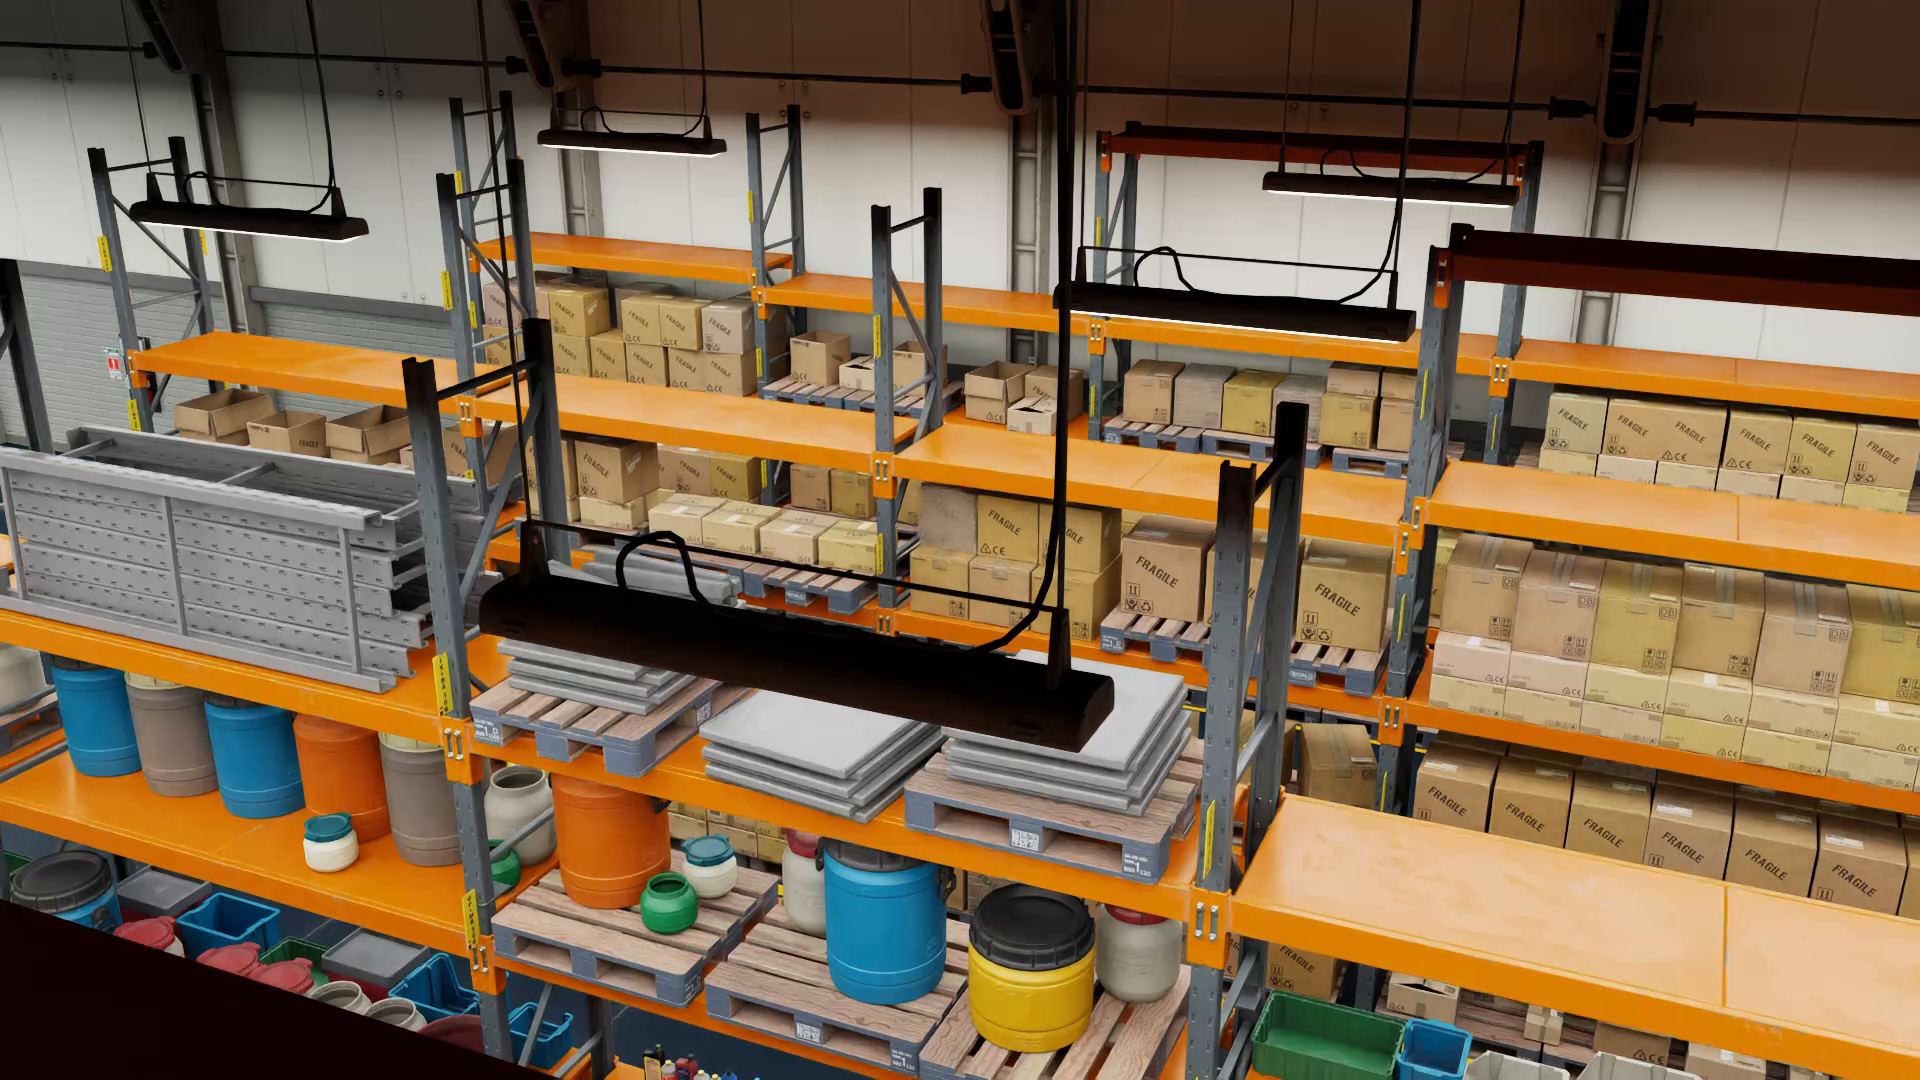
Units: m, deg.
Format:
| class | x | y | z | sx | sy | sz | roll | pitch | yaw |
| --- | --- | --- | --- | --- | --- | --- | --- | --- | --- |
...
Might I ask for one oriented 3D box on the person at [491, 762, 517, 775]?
| class | x | y | z | sx | sy | sz | roll | pitch | yaw |
| --- | --- | --- | --- | --- | --- | --- | --- | --- | --- |
| person | -3.833 | 2.465 | 13.865 | 0.451 | 1.444 | 0.453 | 15 | 25 | 35 |
